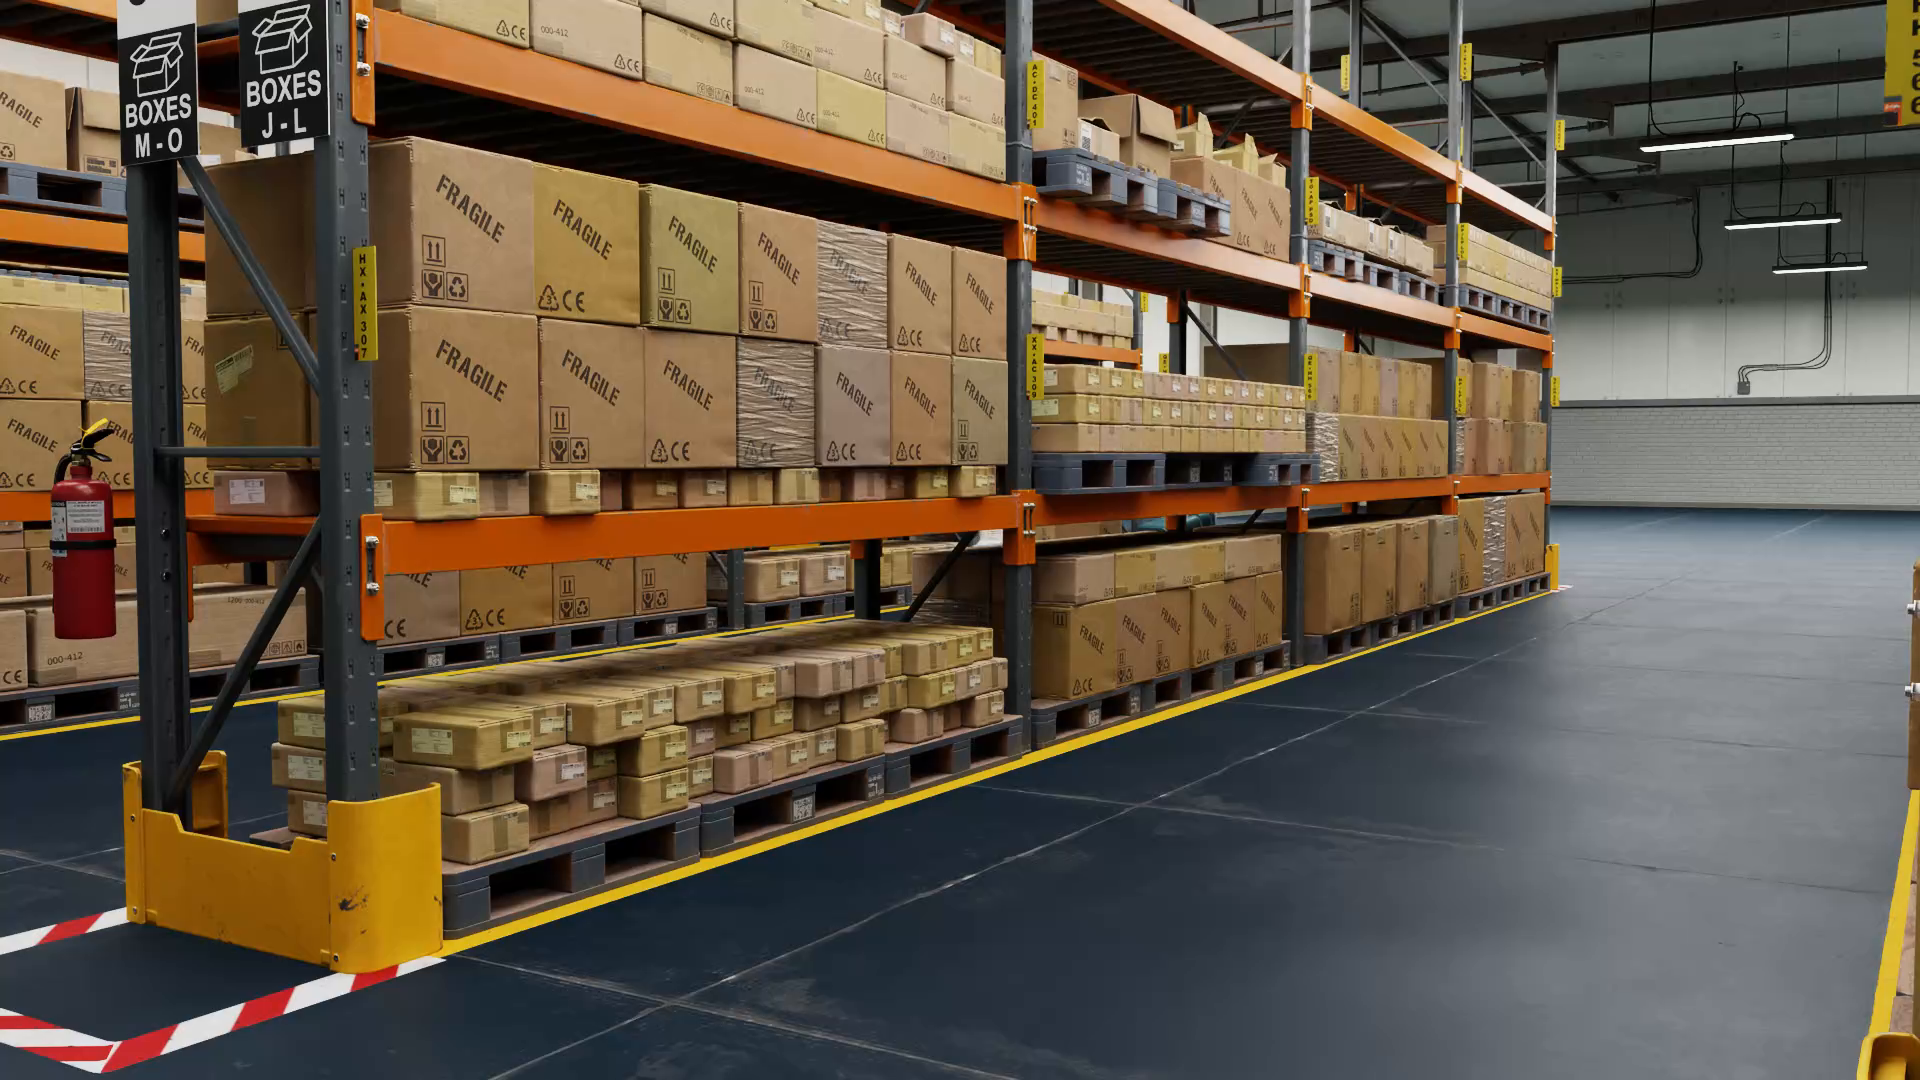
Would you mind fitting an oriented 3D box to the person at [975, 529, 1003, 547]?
[{"bbox_3d":[0.372,0.218,15.108,0.500,1.028,0.837,2,3,31],"label":"person"}]
